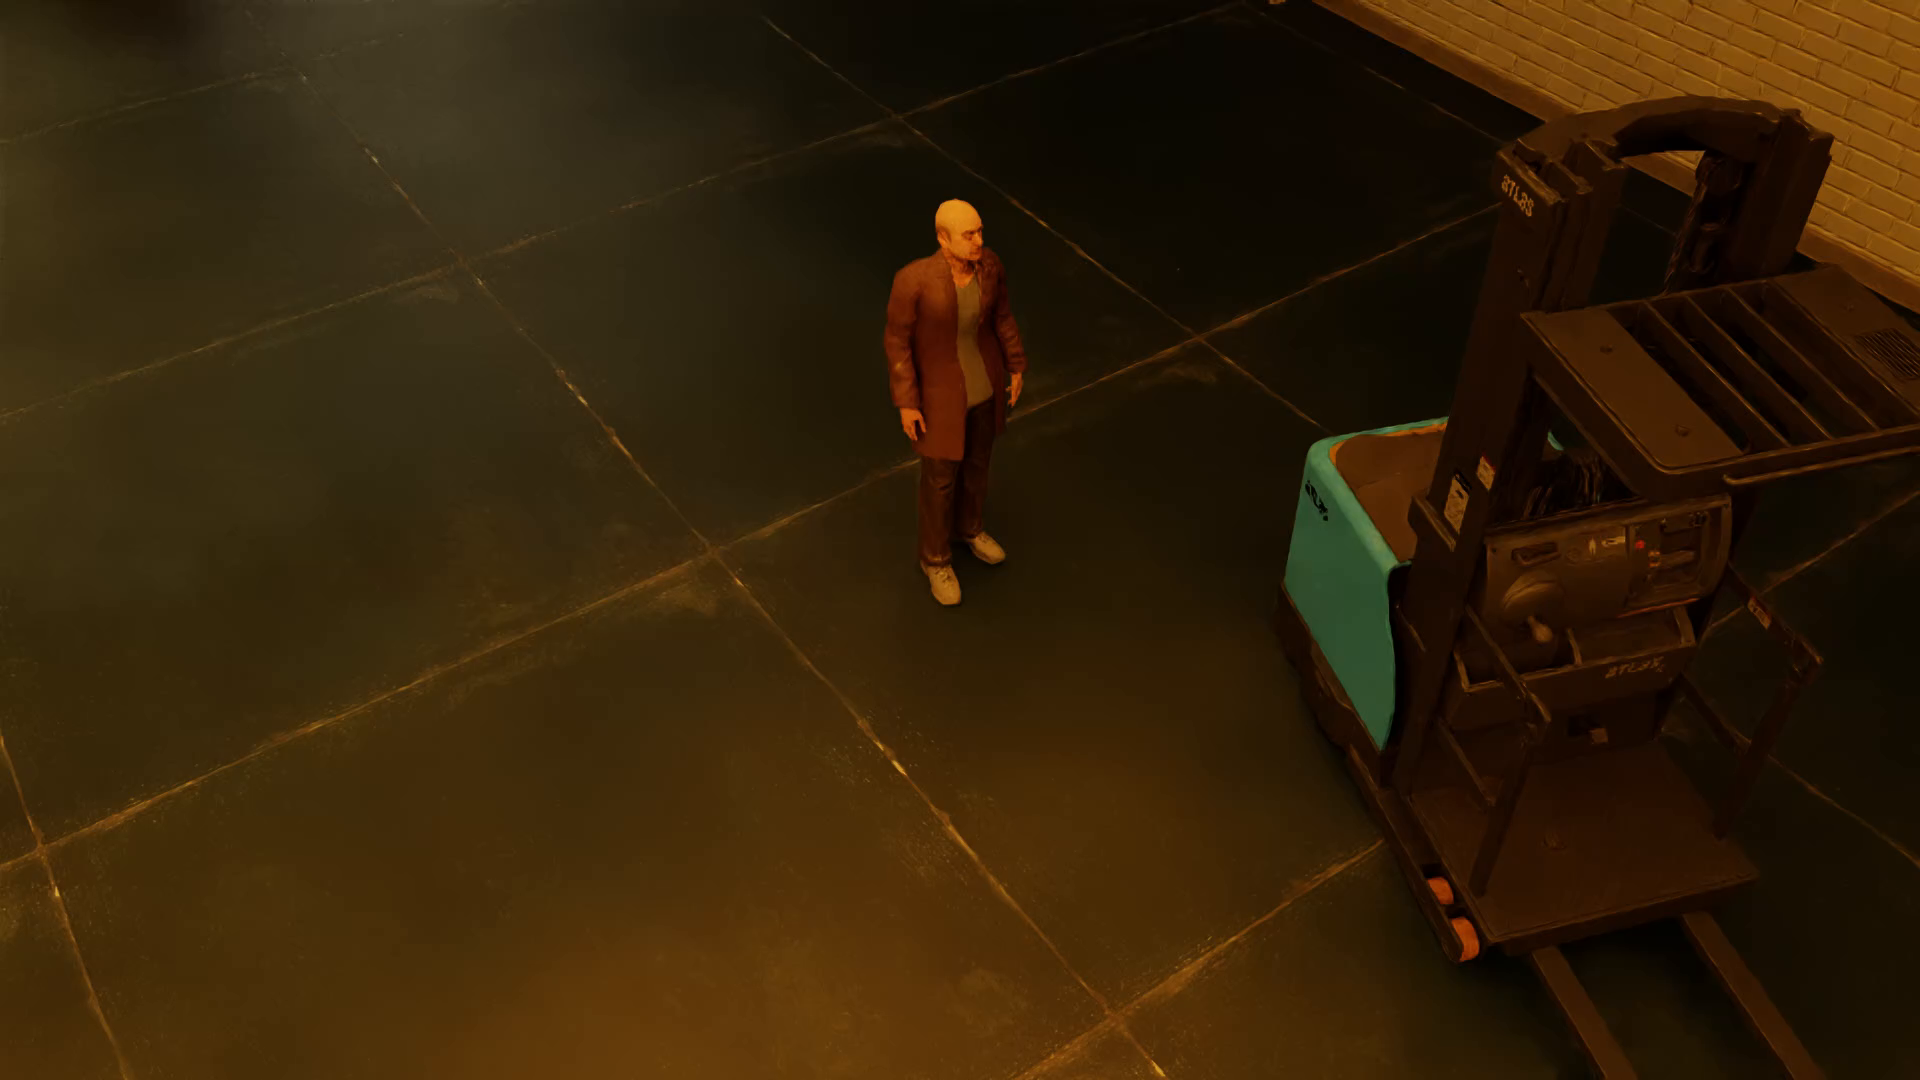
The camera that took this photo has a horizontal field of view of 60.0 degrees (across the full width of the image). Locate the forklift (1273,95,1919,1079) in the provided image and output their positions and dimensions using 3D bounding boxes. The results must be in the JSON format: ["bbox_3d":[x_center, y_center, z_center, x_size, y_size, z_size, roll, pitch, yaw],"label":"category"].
[{"bbox_3d":[2.261,0.188,5.511,1.130,2.935,3.031,-10,44,-11],"label":"forklift"}]

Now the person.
[{"bbox_3d":[0.048,-0.607,7.214,0.694,1.776,0.580,-25,48,-25],"label":"person"}]
